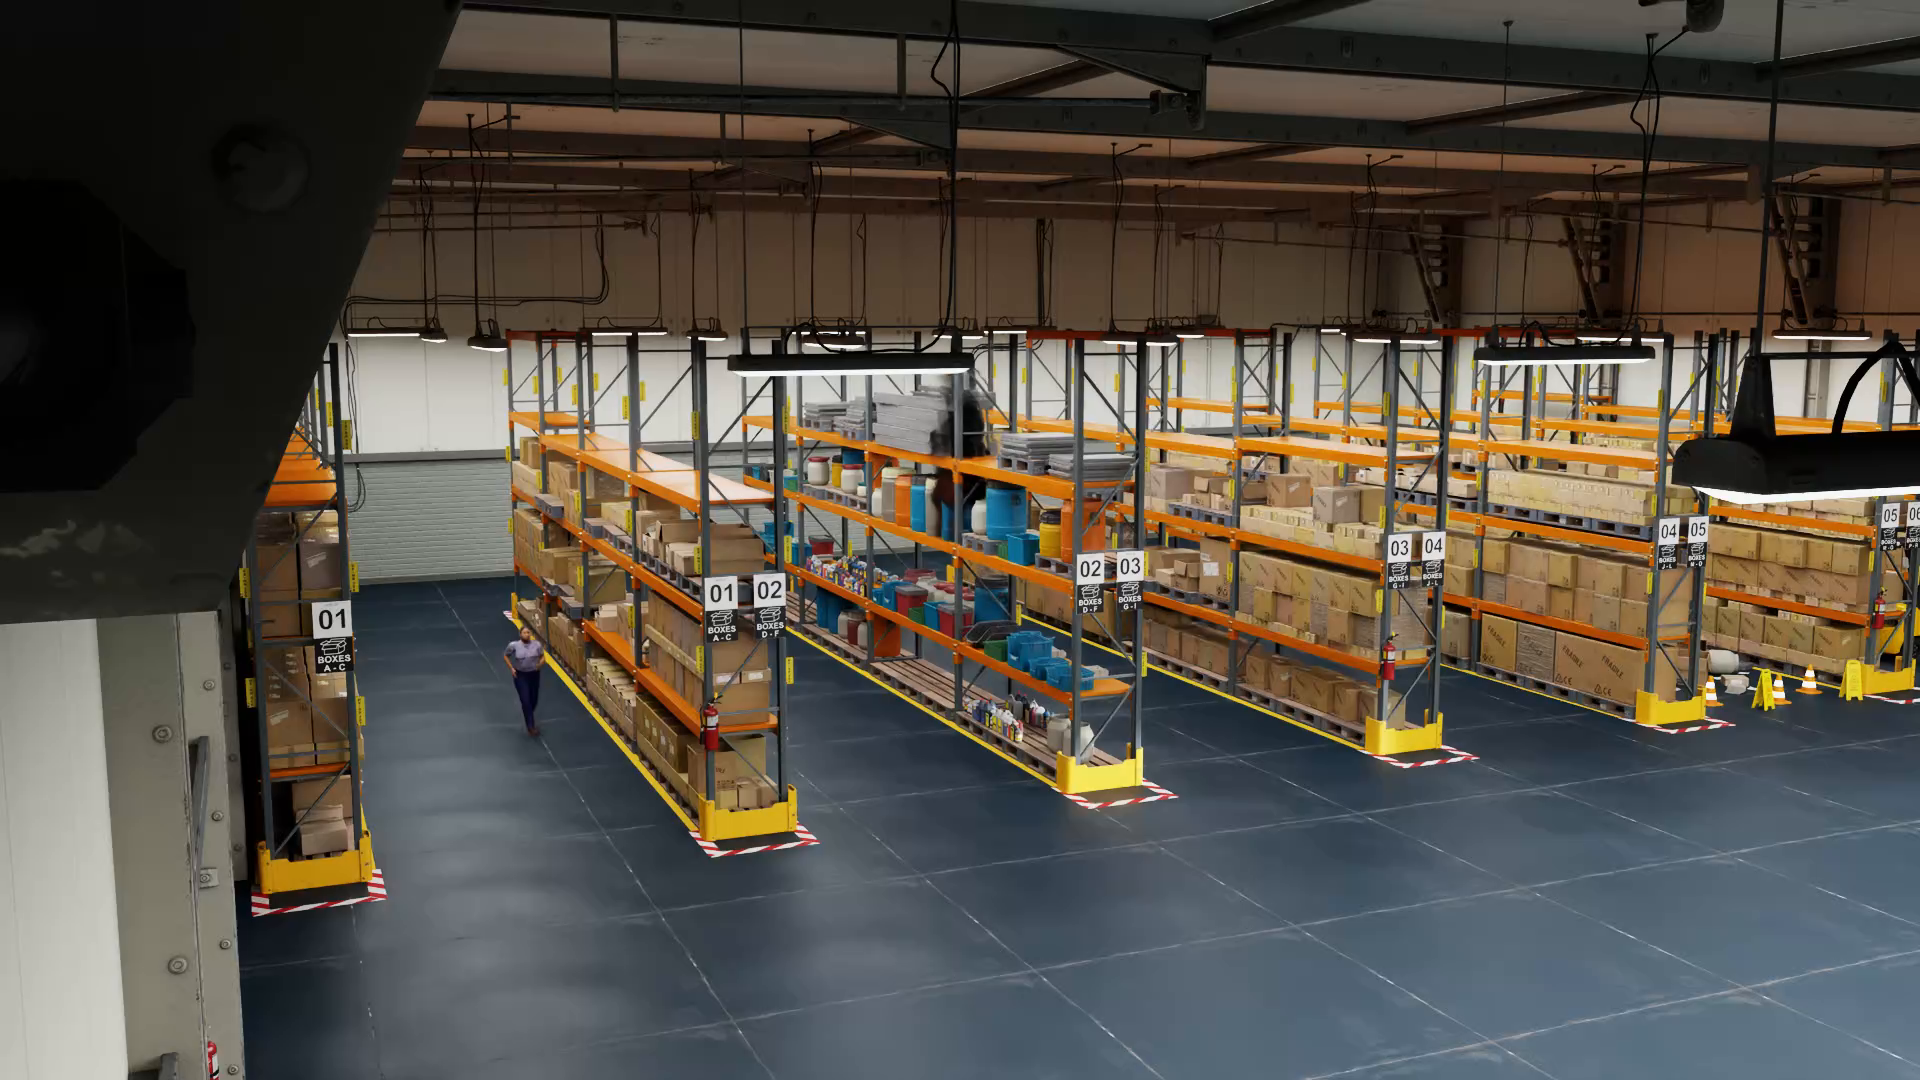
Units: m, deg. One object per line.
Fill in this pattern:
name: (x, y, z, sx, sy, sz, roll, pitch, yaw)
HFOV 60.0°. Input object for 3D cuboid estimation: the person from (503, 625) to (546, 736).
person: (-6.593, 2.097, 25.268, 0.614, 1.643, 0.774, -4, 9, -28)

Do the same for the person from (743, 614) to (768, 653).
person: (-3.497, 1.534, 27.694, 0.686, 1.819, 0.881, -5, 9, -35)

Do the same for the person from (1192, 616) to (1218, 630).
person: (4.786, 1.090, 32.399, 0.651, 1.703, 0.876, -4, 9, -29)
